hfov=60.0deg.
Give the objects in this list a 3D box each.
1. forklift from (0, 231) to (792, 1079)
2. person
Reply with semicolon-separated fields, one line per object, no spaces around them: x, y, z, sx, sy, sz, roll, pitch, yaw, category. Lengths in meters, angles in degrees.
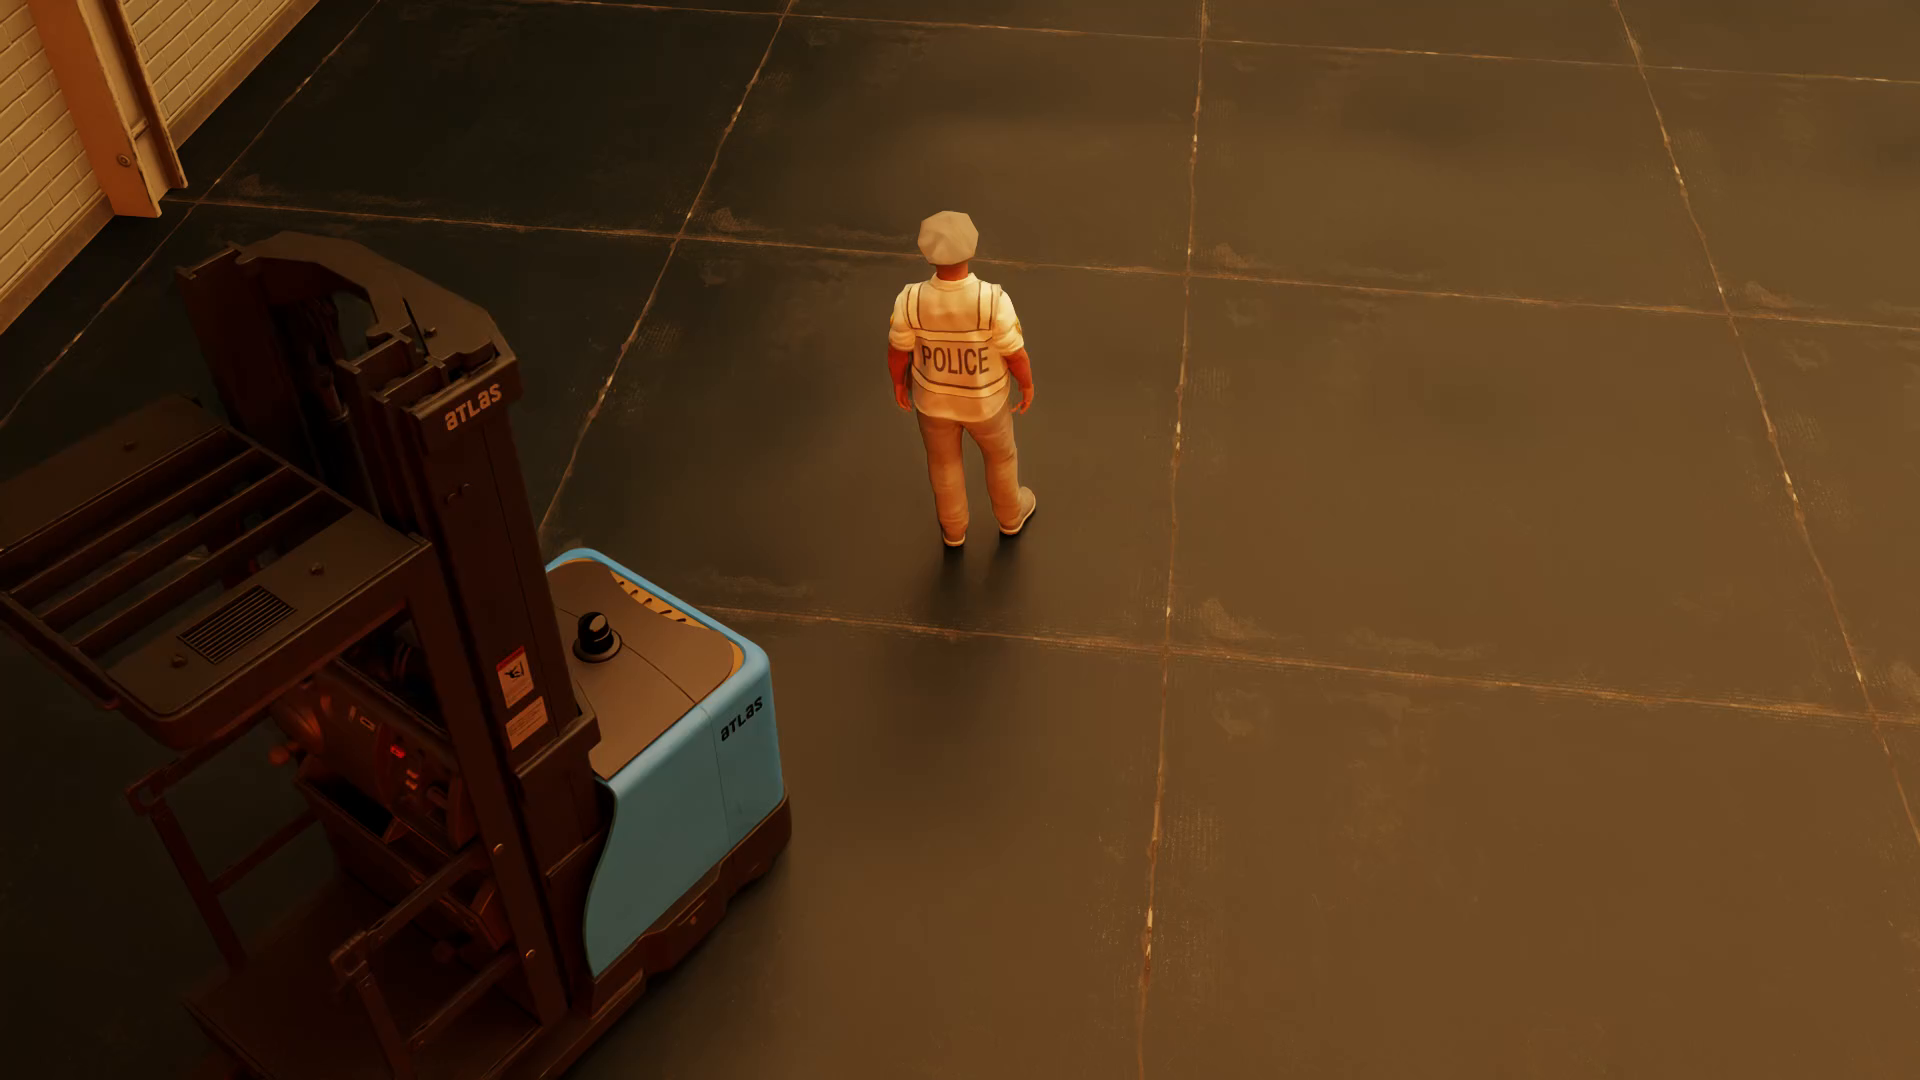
-1.950;0.708;4.954;1.130;2.935;3.031;27;49;26;forklift
0.022;-0.714;7.339;0.641;1.781;0.574;5;43;6;person
